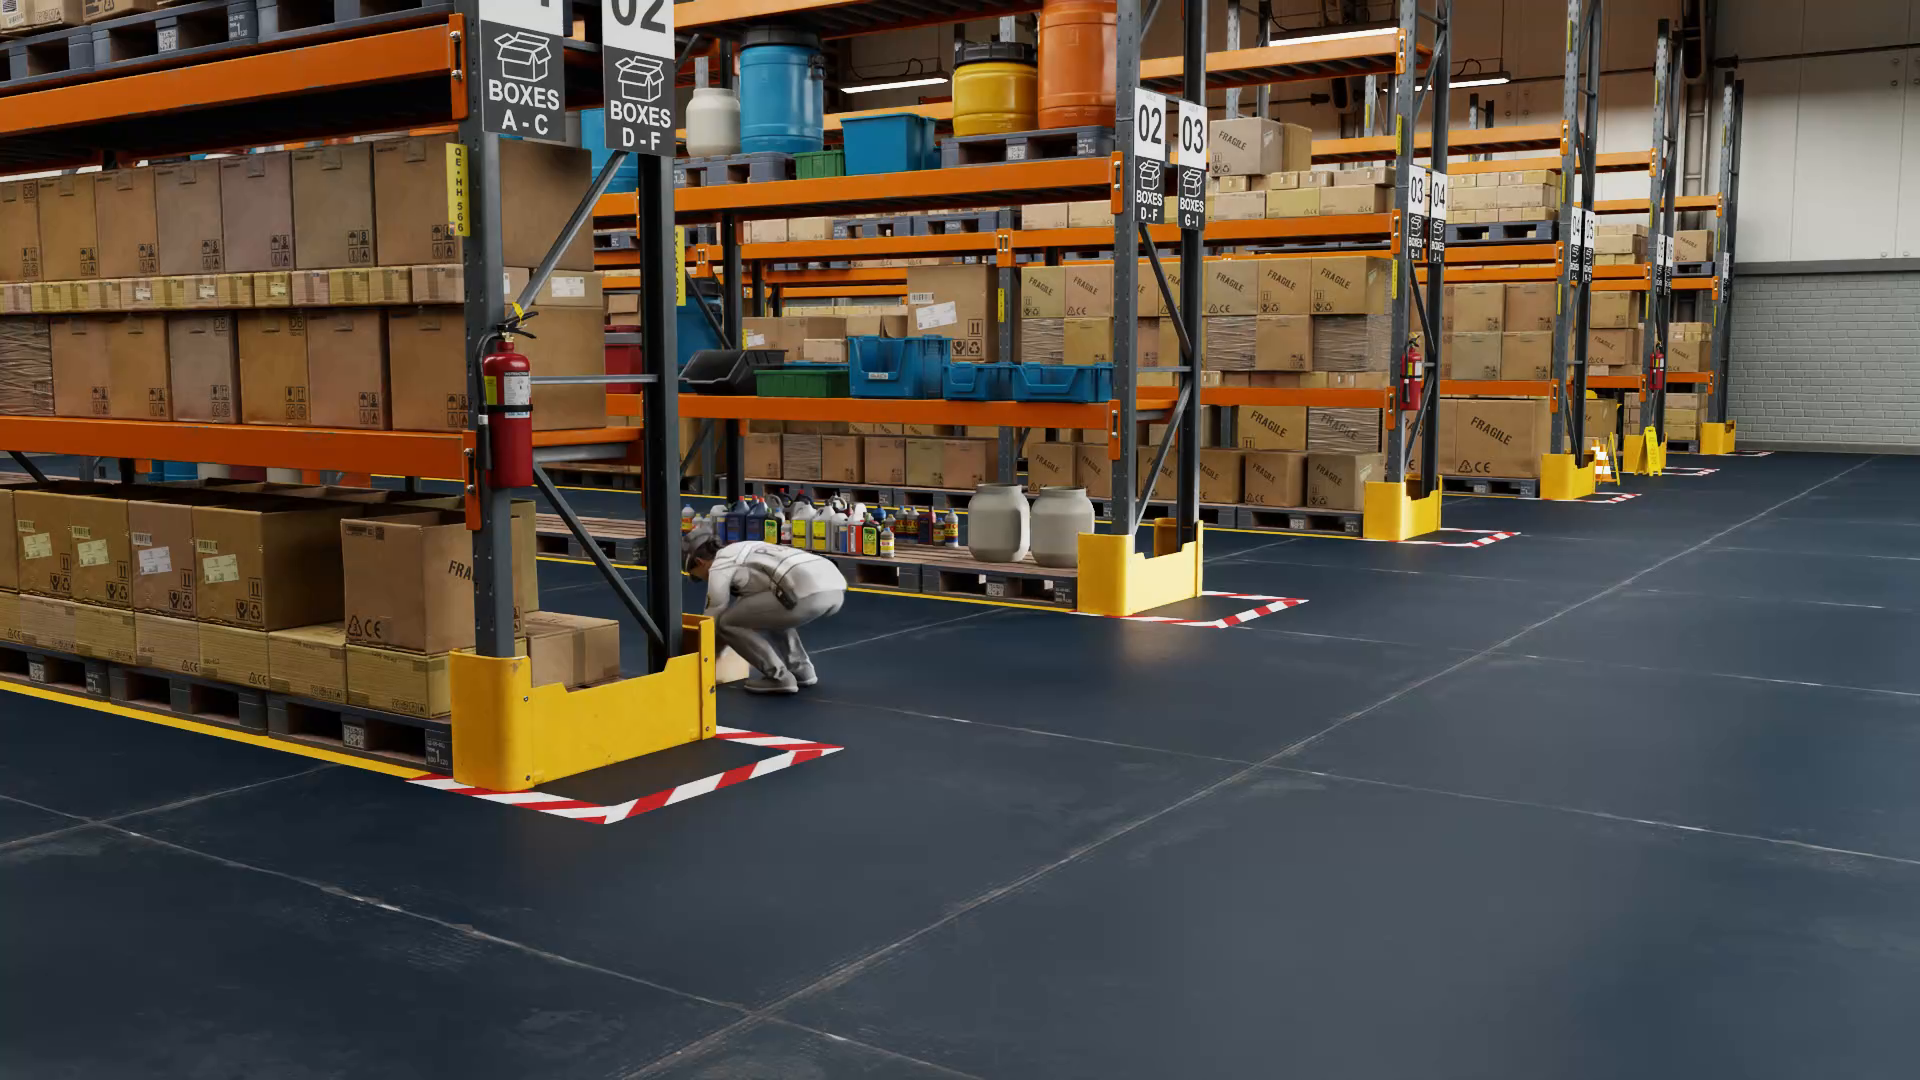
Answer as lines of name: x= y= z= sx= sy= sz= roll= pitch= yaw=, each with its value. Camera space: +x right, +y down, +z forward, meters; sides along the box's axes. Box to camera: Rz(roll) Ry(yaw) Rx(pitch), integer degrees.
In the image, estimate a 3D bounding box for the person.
person: x=-0.987 y=0.342 z=8.082 sx=0.908 sy=0.783 sz=0.450 roll=4 pitch=7 yaw=30
